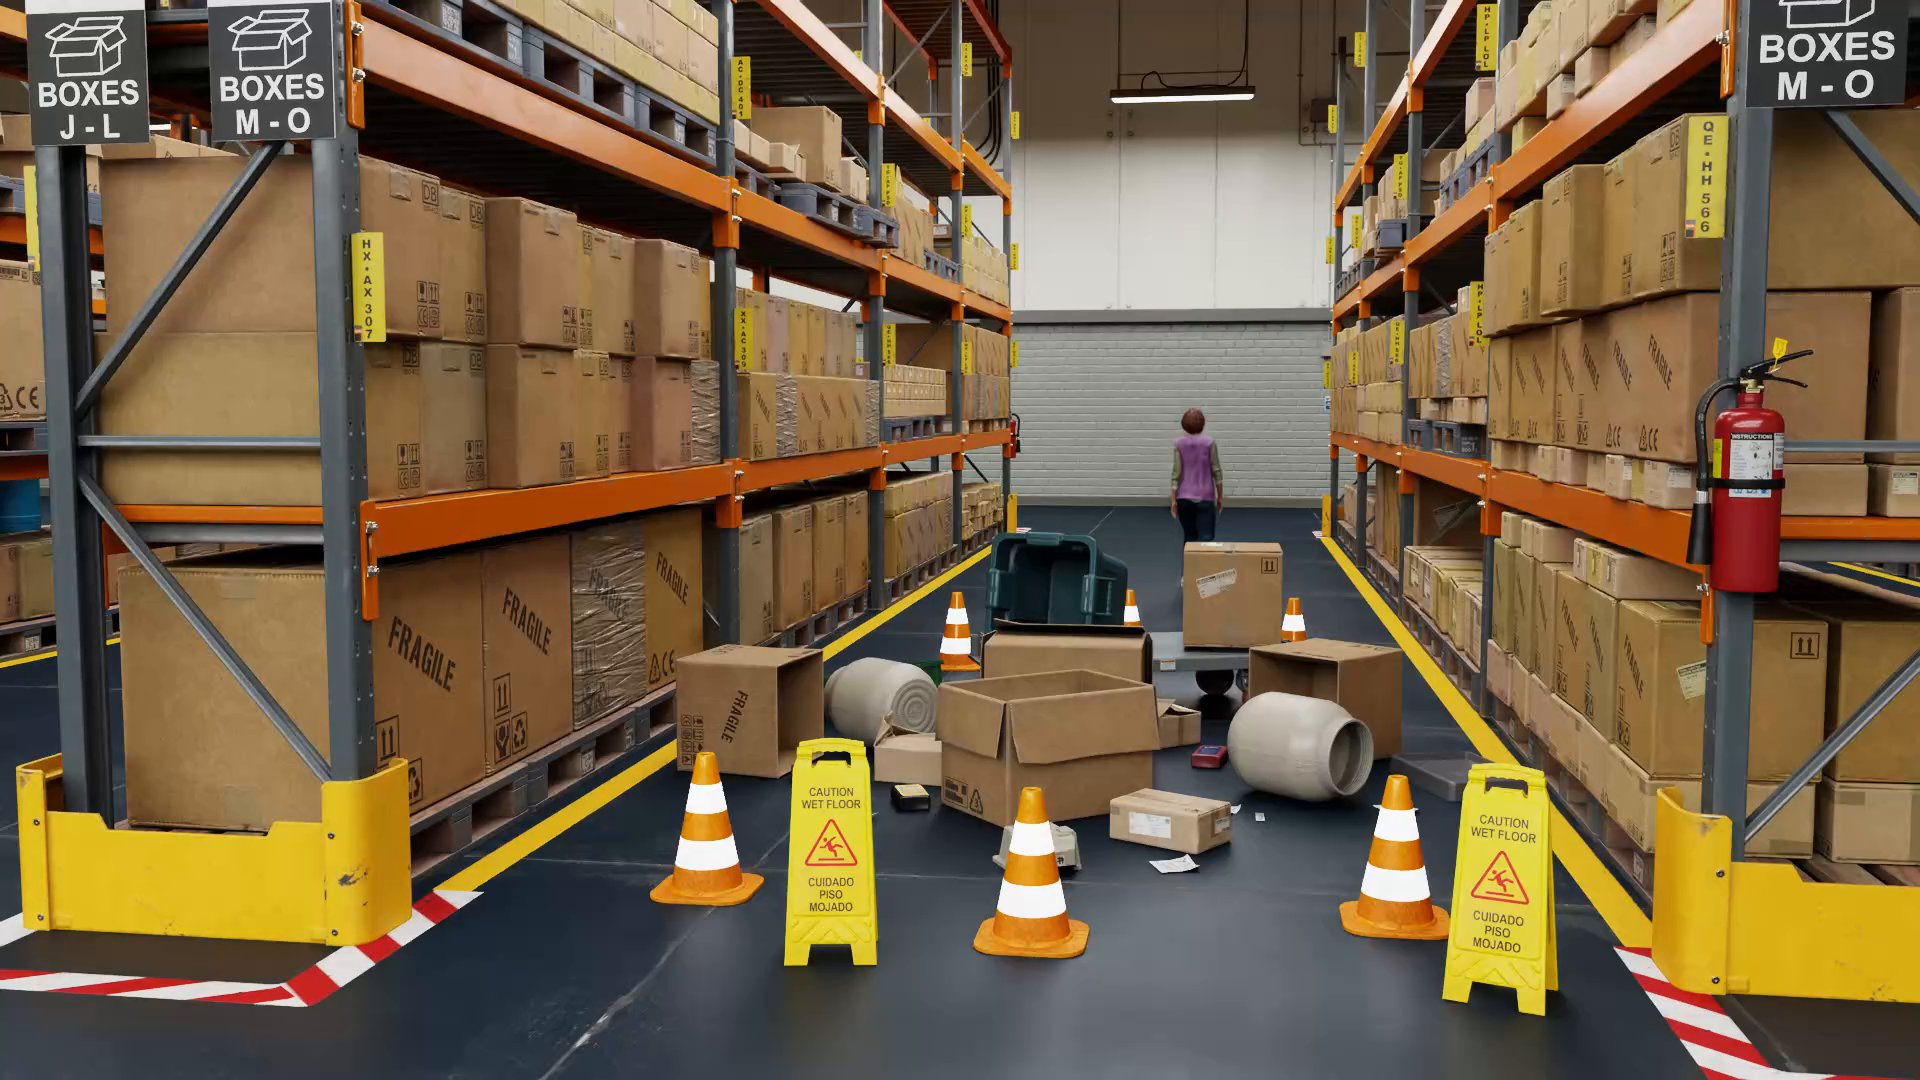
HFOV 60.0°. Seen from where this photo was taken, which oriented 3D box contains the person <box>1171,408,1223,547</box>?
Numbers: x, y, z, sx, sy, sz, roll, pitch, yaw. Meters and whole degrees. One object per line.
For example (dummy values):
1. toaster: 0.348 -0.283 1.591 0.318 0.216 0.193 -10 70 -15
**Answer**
1. person: 2.003 -0.336 14.110 0.426 1.567 0.783 2 5 21
